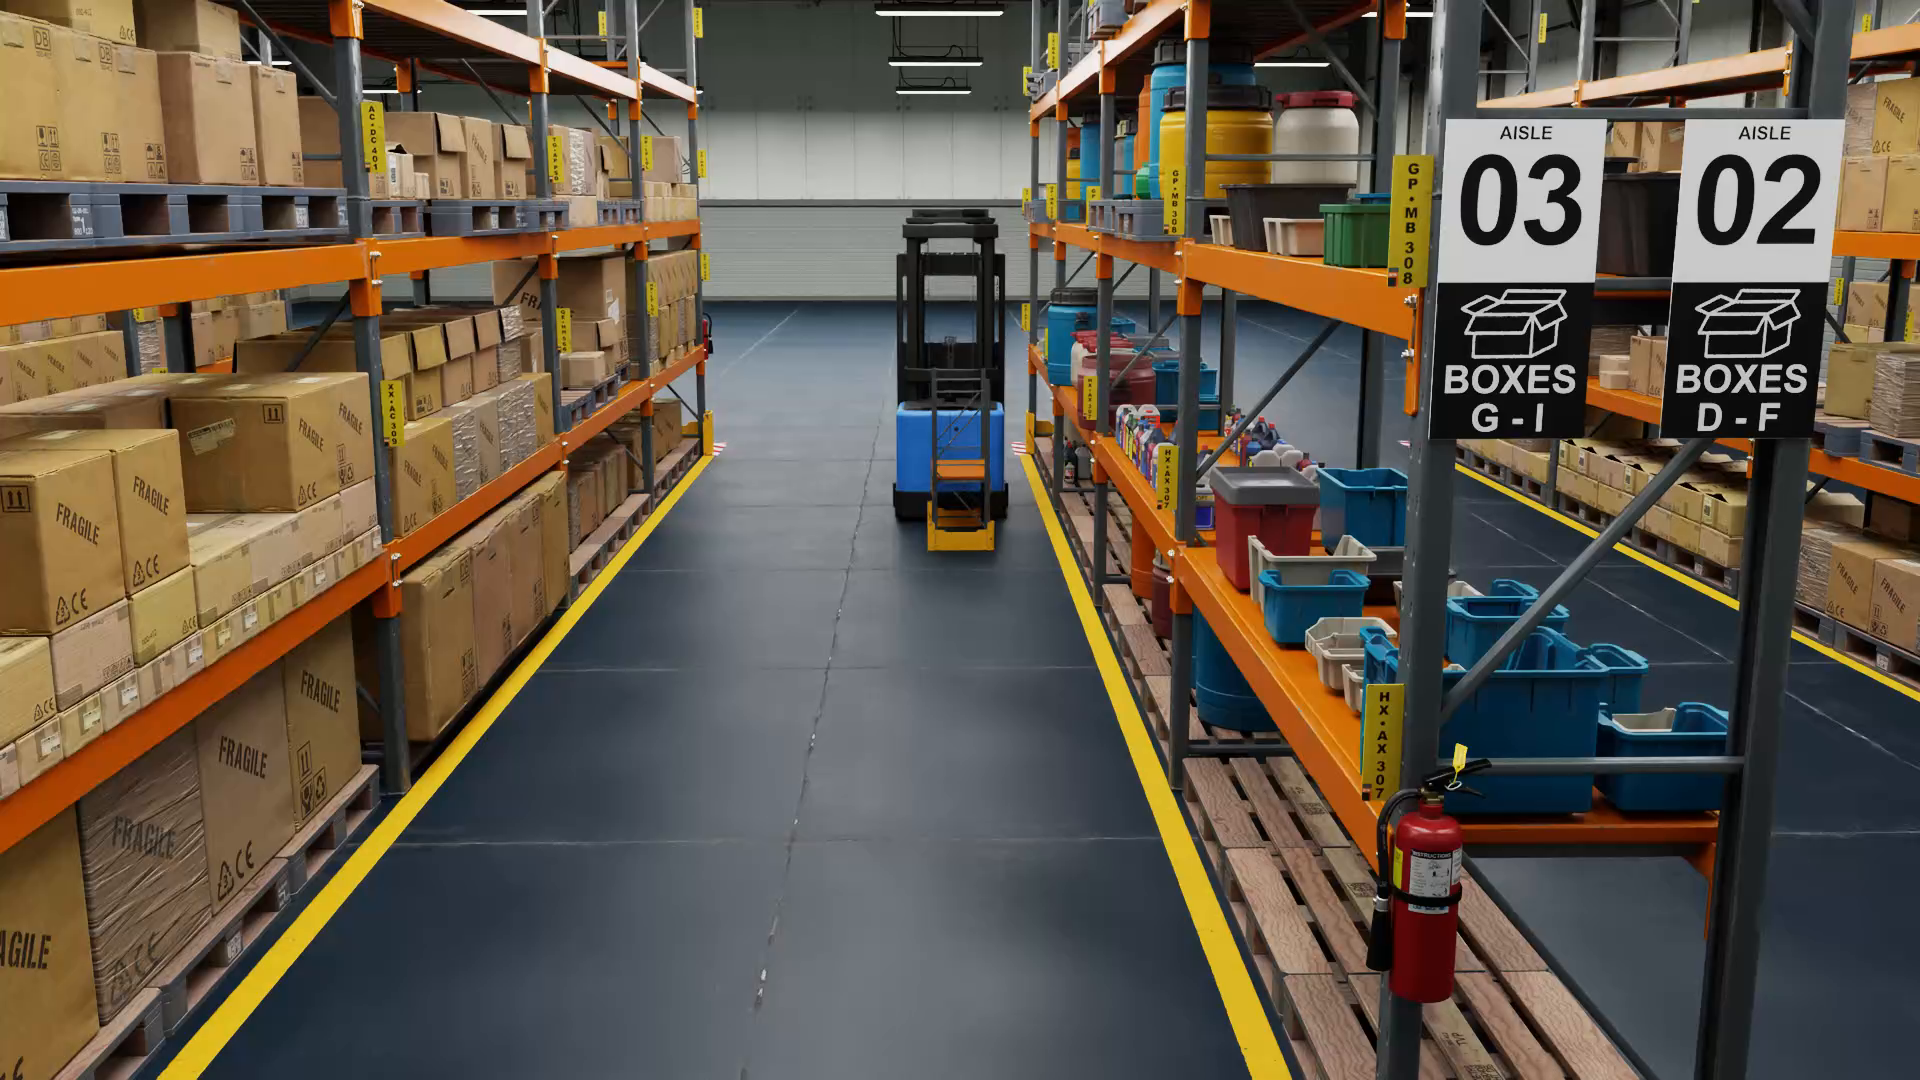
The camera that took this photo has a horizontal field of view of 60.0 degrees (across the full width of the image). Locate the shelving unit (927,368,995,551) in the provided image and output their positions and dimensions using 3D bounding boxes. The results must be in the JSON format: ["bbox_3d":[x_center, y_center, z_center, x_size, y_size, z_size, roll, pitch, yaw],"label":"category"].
[{"bbox_3d":[-0.002,-0.750,14.985,0.587,1.500,1.083,0,11,-1],"label":"shelving unit"}]

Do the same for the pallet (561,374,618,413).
[{"bbox_3d":[-3.522,-1.253,14.174,1.003,0.211,1.213,0,11,-1],"label":"pallet"}]

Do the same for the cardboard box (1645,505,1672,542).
[{"bbox_3d":[6.188,-0.158,14.153,0.500,0.250,0.500,0,11,0],"label":"cardboard box"}]

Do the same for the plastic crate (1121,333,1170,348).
[{"bbox_3d":[1.745,-1.706,15.761,0.402,0.464,0.583,0,11,-1],"label":"plastic crate"}]

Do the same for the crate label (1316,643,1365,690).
[{"bbox_3d":[1.457,0.442,5.850,0.396,0.136,0.243,0,11,-1],"label":"crate label"}]

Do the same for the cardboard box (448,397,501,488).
[{"bbox_3d":[-3.154,-0.602,10.232,0.500,0.500,0.500,0,11,0],"label":"cardboard box"}]

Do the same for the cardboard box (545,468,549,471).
[{"bbox_3d":[-3.484,-0.445,13.002,0.500,0.250,0.500,0,11,1],"label":"cardboard box"}]

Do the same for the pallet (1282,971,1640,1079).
[{"bbox_3d":[1.699,1.819,5.564,1.003,0.211,1.213,0,11,-1],"label":"pallet"}]

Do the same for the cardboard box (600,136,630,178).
[{"bbox_3d":[-3.845,-4.158,18.207,0.500,0.500,0.500,0,11,-1],"label":"cardboard box"}]

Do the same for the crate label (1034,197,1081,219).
[{"bbox_3d":[1.055,-3.588,18.031,0.502,0.251,0.408,0,11,-1],"label":"crate label"}]

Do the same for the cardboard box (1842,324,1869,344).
[{"bbox_3d":[10.944,-2.443,19.884,0.500,0.250,0.500,-1,11,-3],"label":"cardboard box"}]

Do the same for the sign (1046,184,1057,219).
[{"bbox_3d":[0.879,-3.244,15.936,0.100,0.325,0.005,0,11,-1],"label":"sign"}]

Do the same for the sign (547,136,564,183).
[{"bbox_3d":[-2.885,-2.717,11.862,0.100,0.325,0.005,0,11,-1],"label":"sign"}]

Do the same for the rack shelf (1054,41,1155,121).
[{"bbox_3d":[1.470,-3.763,13.791,1.077,0.370,4.000,0,11,-1],"label":"rack shelf"}]

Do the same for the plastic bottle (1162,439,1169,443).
[{"bbox_3d":[1.266,-0.488,10.246,0.097,0.271,0.097,0,11,0],"label":"plastic bottle"}]

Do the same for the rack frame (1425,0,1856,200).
[{"bbox_3d":[1.677,-2.324,3.881,1.000,3.000,0.127,0,11,-1],"label":"rack frame"}]

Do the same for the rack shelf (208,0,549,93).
[{"bbox_3d":[-3.399,-2.948,9.771,1.077,0.370,4.000,0,11,-1],"label":"rack shelf"}]

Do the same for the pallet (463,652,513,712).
[{"bbox_3d":[-3.477,0.812,10.527,1.003,0.211,1.213,0,11,-1],"label":"pallet"}]

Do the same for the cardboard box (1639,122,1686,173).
[{"bbox_3d":[6.390,-3.523,14.770,0.500,0.500,0.500,1,12,4],"label":"cardboard box"}]

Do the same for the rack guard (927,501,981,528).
[{"bbox_3d":[-0.012,-0.237,15.597,0.587,0.250,0.087,0,11,-1],"label":"rack guard"}]

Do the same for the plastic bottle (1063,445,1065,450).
[{"bbox_3d":[1.078,-0.851,17.434,0.061,0.283,0.133,1,11,3],"label":"plastic bottle"}]

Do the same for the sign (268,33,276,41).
[{"bbox_3d":[-8.024,-5.980,19.353,0.100,0.325,0.005,0,11,-1],"label":"sign"}]

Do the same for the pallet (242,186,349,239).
[{"bbox_3d":[-3.351,-1.423,7.206,1.003,0.211,1.213,0,11,-1],"label":"pallet"}]

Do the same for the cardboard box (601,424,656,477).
[{"bbox_3d":[-3.511,-0.923,17.296,0.500,0.500,0.500,4,12,17],"label":"cardboard box"}]

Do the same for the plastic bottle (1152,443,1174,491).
[{"bbox_3d":[1.237,-0.441,10.000,0.152,0.276,0.135,0,11,-1],"label":"plastic bottle"}]

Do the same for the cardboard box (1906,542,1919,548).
[{"bbox_3d":[6.728,0.303,11.199,0.500,0.500,0.500,-1,11,-3],"label":"cardboard box"}]

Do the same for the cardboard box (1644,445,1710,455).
[{"bbox_3d":[6.693,-0.739,15.608,0.500,0.311,0.500,0,11,0],"label":"cardboard box"}]

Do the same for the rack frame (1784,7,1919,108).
[{"bbox_3d":[6.464,-3.934,11.817,1.000,3.000,0.127,0,11,-1],"label":"rack frame"}]

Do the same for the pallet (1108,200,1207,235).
[{"bbox_3d":[1.454,-1.937,9.995,1.003,0.211,1.213,0,11,-1],"label":"pallet"}]

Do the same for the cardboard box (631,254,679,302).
[{"bbox_3d":[-3.321,-2.822,17.912,0.500,0.500,0.500,0,11,-1],"label":"cardboard box"}]

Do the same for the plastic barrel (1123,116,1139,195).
[{"bbox_3d":[1.683,-3.125,14.112,0.600,0.901,0.708,0,11,-1],"label":"plastic barrel"}]

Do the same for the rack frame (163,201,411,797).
[{"bbox_3d":[-3.358,-0.159,8.297,1.000,3.000,0.127,0,11,-1],"label":"rack frame"}]

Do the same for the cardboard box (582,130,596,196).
[{"bbox_3d":[-3.217,-3.013,13.314,0.500,0.500,0.500,-1,11,-3],"label":"cardboard box"}]

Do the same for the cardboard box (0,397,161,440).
[{"bbox_3d":[-3.585,-0.301,6.741,0.500,0.500,0.500,-1,11,-3],"label":"cardboard box"}]

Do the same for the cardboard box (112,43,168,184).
[{"bbox_3d":[-3.406,-1.566,6.129,0.700,0.500,0.500,0,11,1],"label":"cardboard box"}]

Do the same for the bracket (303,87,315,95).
[{"bbox_3d":[-19.685,-13.563,50.226,0.235,0.232,0.430,0,11,-1],"label":"bracket"}]

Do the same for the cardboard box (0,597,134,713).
[{"bbox_3d":[-3.032,0.364,5.348,0.500,0.250,0.500,0,11,-2],"label":"cardboard box"}]

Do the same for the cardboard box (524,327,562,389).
[{"bbox_3d":[-3.603,-1.426,13.238,0.700,0.500,0.500,1,12,7],"label":"cardboard box"}]

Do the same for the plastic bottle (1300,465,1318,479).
[{"bbox_3d":[1.958,-0.285,9.229,0.152,0.276,0.135,0,11,-1],"label":"plastic bottle"}]

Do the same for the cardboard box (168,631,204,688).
[{"bbox_3d":[-2.981,0.432,6.017,0.380,0.149,0.250,0,11,-2],"label":"cardboard box"}]

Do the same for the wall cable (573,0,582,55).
[{"bbox_3d":[-12.923,-15.041,50.233,3.097,2.526,0.112,0,11,-1],"label":"wall cable"}]

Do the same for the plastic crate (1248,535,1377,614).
[{"bbox_3d":[1.442,0.154,6.903,0.437,0.282,0.530,0,11,-1],"label":"plastic crate"}]

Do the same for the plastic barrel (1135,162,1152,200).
[{"bbox_3d":[1.304,-2.362,10.949,0.294,0.245,0.294,0,11,0],"label":"plastic barrel"}]

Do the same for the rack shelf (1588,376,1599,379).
[{"bbox_3d":[6.340,-1.834,18.364,1.077,0.370,4.000,0,11,-1],"label":"rack shelf"}]

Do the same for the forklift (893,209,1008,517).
[{"bbox_3d":[-0.092,-1.889,16.997,1.130,2.935,3.031,0,11,0],"label":"forklift"}]

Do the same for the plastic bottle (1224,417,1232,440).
[{"bbox_3d":[1.931,-0.775,11.835,0.097,0.201,0.097,0,11,0],"label":"plastic bottle"}]

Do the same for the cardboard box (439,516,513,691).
[{"bbox_3d":[-3.410,0.372,9.969,1.225,0.875,0.875,-1,11,-3],"label":"cardboard box"}]

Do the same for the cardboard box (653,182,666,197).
[{"bbox_3d":[-3.246,-3.615,17.165,0.380,0.149,0.250,0,11,-2],"label":"cardboard box"}]

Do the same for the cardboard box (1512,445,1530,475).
[{"bbox_3d":[6.153,-0.838,17.504,0.500,0.250,0.500,0,11,-1],"label":"cardboard box"}]

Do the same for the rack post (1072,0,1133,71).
[{"bbox_3d":[1.556,-4.416,13.692,1.013,1.000,3.121,0,11,-1],"label":"rack post"}]

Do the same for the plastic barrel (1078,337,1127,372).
[{"bbox_3d":[1.245,-1.499,14.562,0.433,0.535,0.433,0,11,0],"label":"plastic barrel"}]

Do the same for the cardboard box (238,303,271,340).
[{"bbox_3d":[-8.480,-2.434,19.137,0.875,0.550,0.550,0,11,-1],"label":"cardboard box"}]

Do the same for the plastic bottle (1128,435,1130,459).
[{"bbox_3d":[1.185,-0.648,11.207,0.097,0.201,0.097,0,11,0],"label":"plastic bottle"}]

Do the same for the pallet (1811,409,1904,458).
[{"bbox_3d":[6.548,-0.765,11.770,1.213,0.211,1.003,0,11,-1],"label":"pallet"}]

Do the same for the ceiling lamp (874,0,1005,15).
[{"bbox_3d":[-0.322,-9.706,25.587,2.000,3.185,0.800,0,11,-1],"label":"ceiling lamp"}]

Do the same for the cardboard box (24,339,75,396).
[{"bbox_3d":[-8.185,-1.494,14.628,0.500,0.500,0.500,0,11,-1],"label":"cardboard box"}]

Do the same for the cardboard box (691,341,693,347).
[{"bbox_3d":[-3.393,-2.365,19.805,0.380,0.149,0.250,0,11,-1],"label":"cardboard box"}]
